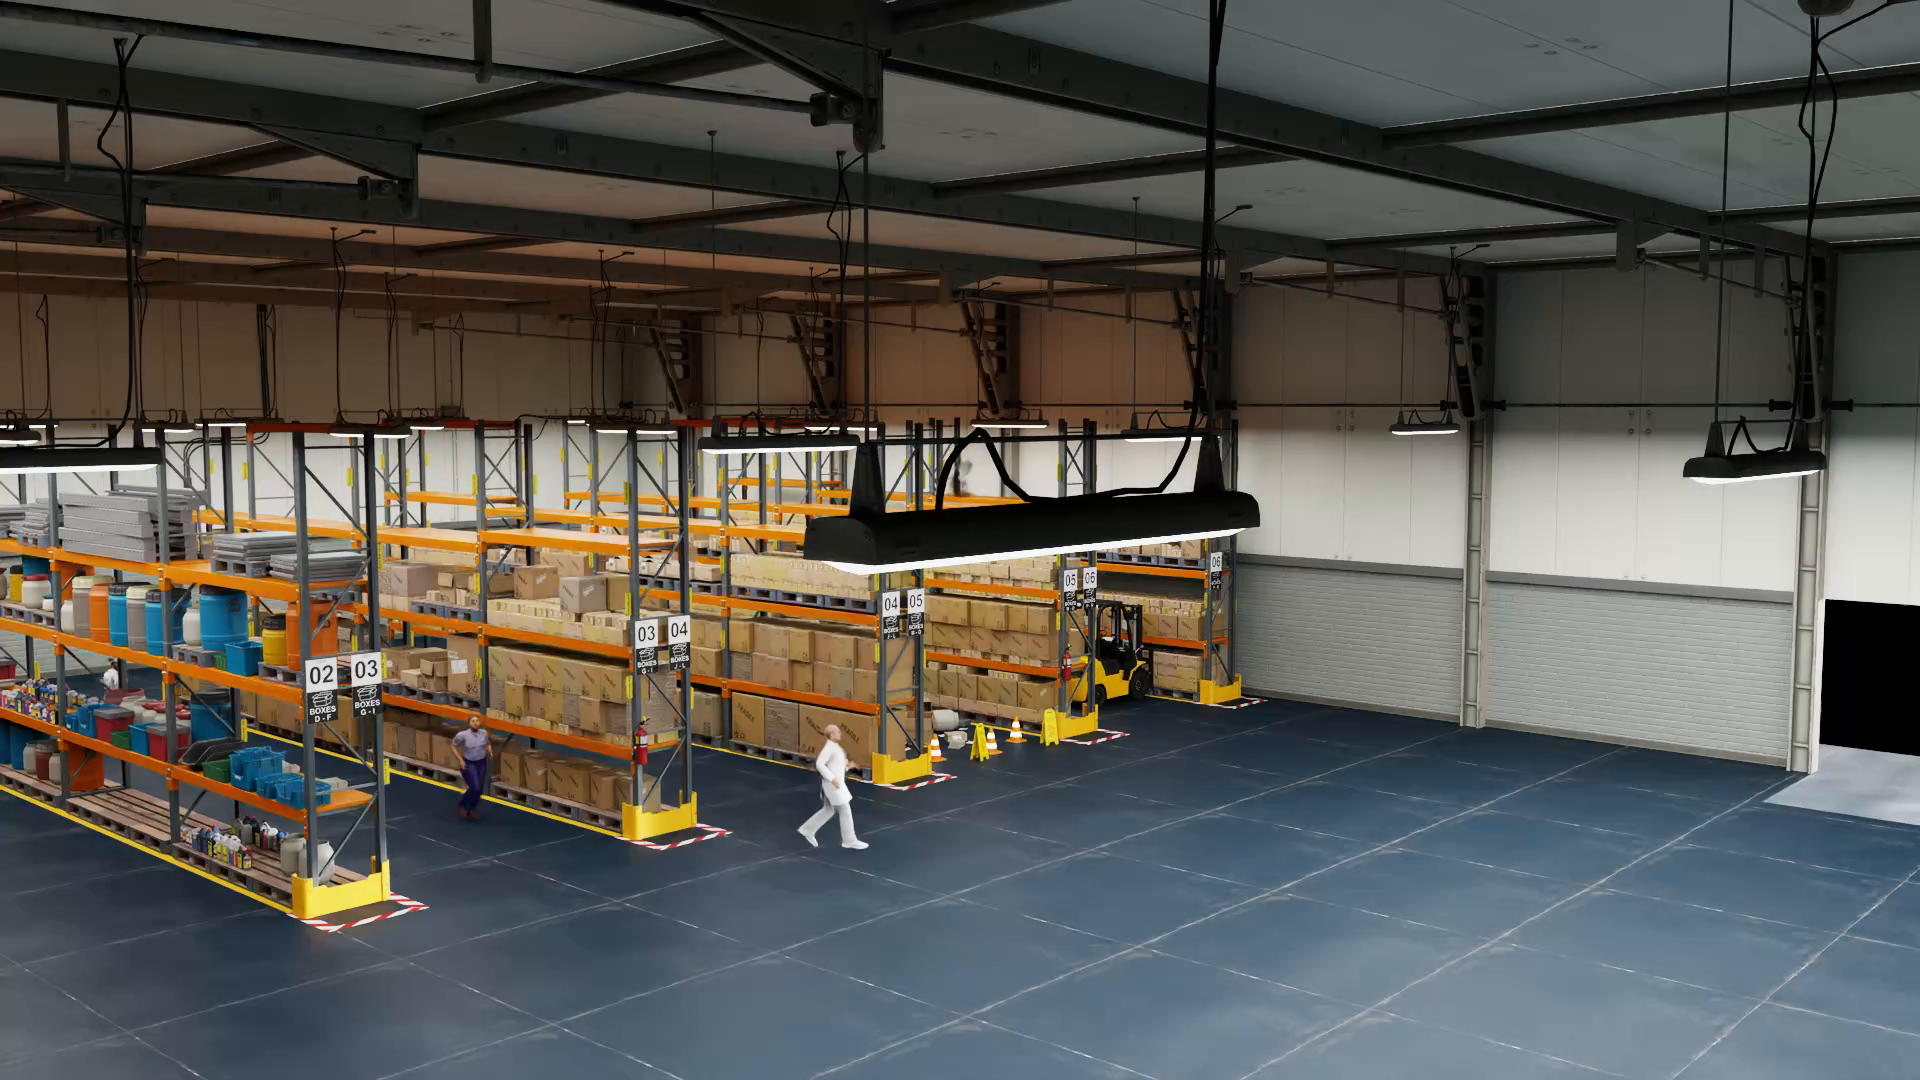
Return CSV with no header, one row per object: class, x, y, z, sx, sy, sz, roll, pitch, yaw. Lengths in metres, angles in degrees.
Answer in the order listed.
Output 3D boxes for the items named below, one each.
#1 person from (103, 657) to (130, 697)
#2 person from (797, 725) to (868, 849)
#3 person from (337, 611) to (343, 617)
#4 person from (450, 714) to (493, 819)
person,-15.637,2.983,30.885,0.738,1.733,0.531,3,6,33
person,-1.808,3.492,23.561,0.993,1.774,0.713,-1,5,-8
person,-14.206,2.437,37.782,0.636,1.688,0.694,-2,5,-20
person,-7.364,3.456,25.303,0.574,1.613,0.588,4,6,43
